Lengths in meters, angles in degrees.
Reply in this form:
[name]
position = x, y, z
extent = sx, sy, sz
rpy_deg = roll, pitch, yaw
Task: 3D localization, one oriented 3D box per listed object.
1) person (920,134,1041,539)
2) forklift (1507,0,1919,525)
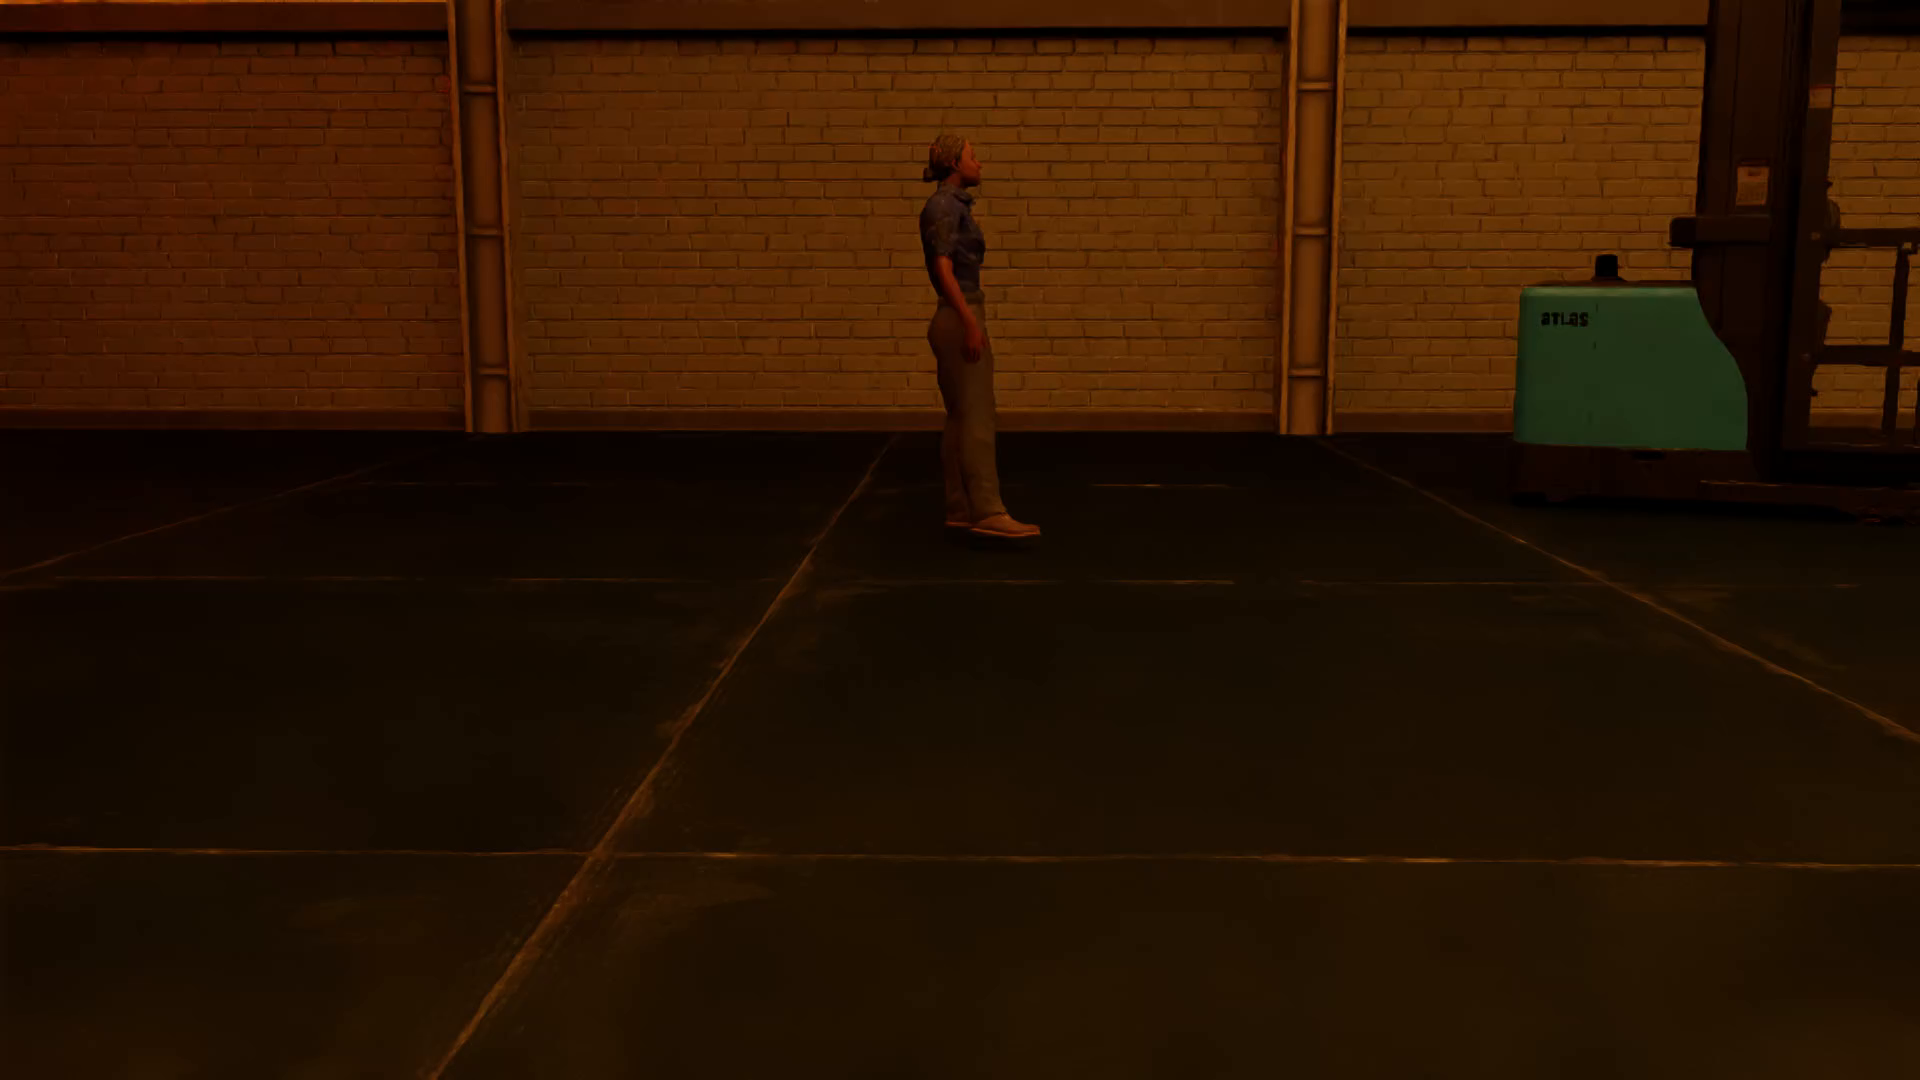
[person]
position = 0.087, -0.861, 6.974
extent = 0.504, 1.654, 0.570
rpy_deg = 0, 9, 1
[forklift]
position = 4.298, -1.606, 7.937
extent = 3.031, 2.935, 1.130
rpy_deg = 3, 9, 21
